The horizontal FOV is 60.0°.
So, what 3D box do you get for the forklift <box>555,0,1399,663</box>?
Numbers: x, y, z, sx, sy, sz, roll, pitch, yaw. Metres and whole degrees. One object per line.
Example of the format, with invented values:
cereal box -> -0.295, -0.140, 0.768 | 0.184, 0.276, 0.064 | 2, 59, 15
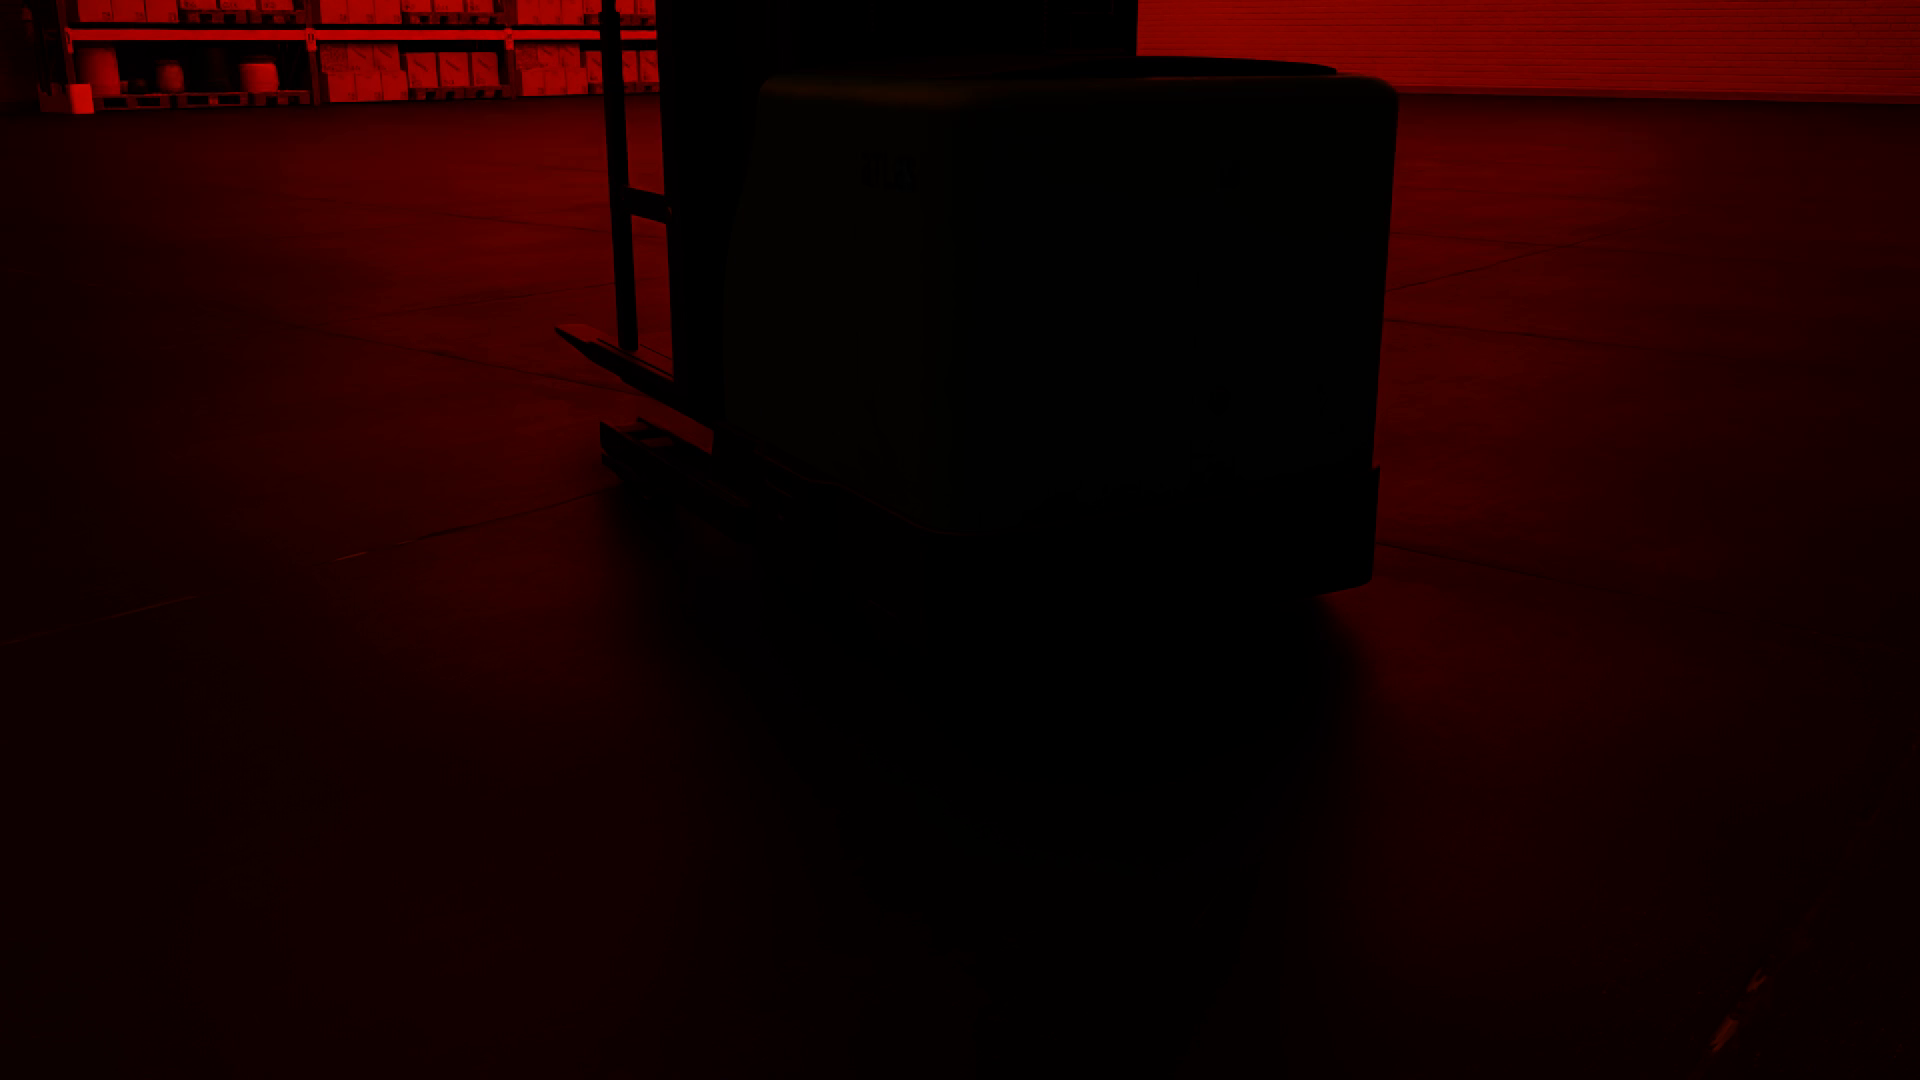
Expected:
forklift -> -0.305, -1.561, 4.037 | 1.130, 2.935, 3.031 | -9, 19, -28
